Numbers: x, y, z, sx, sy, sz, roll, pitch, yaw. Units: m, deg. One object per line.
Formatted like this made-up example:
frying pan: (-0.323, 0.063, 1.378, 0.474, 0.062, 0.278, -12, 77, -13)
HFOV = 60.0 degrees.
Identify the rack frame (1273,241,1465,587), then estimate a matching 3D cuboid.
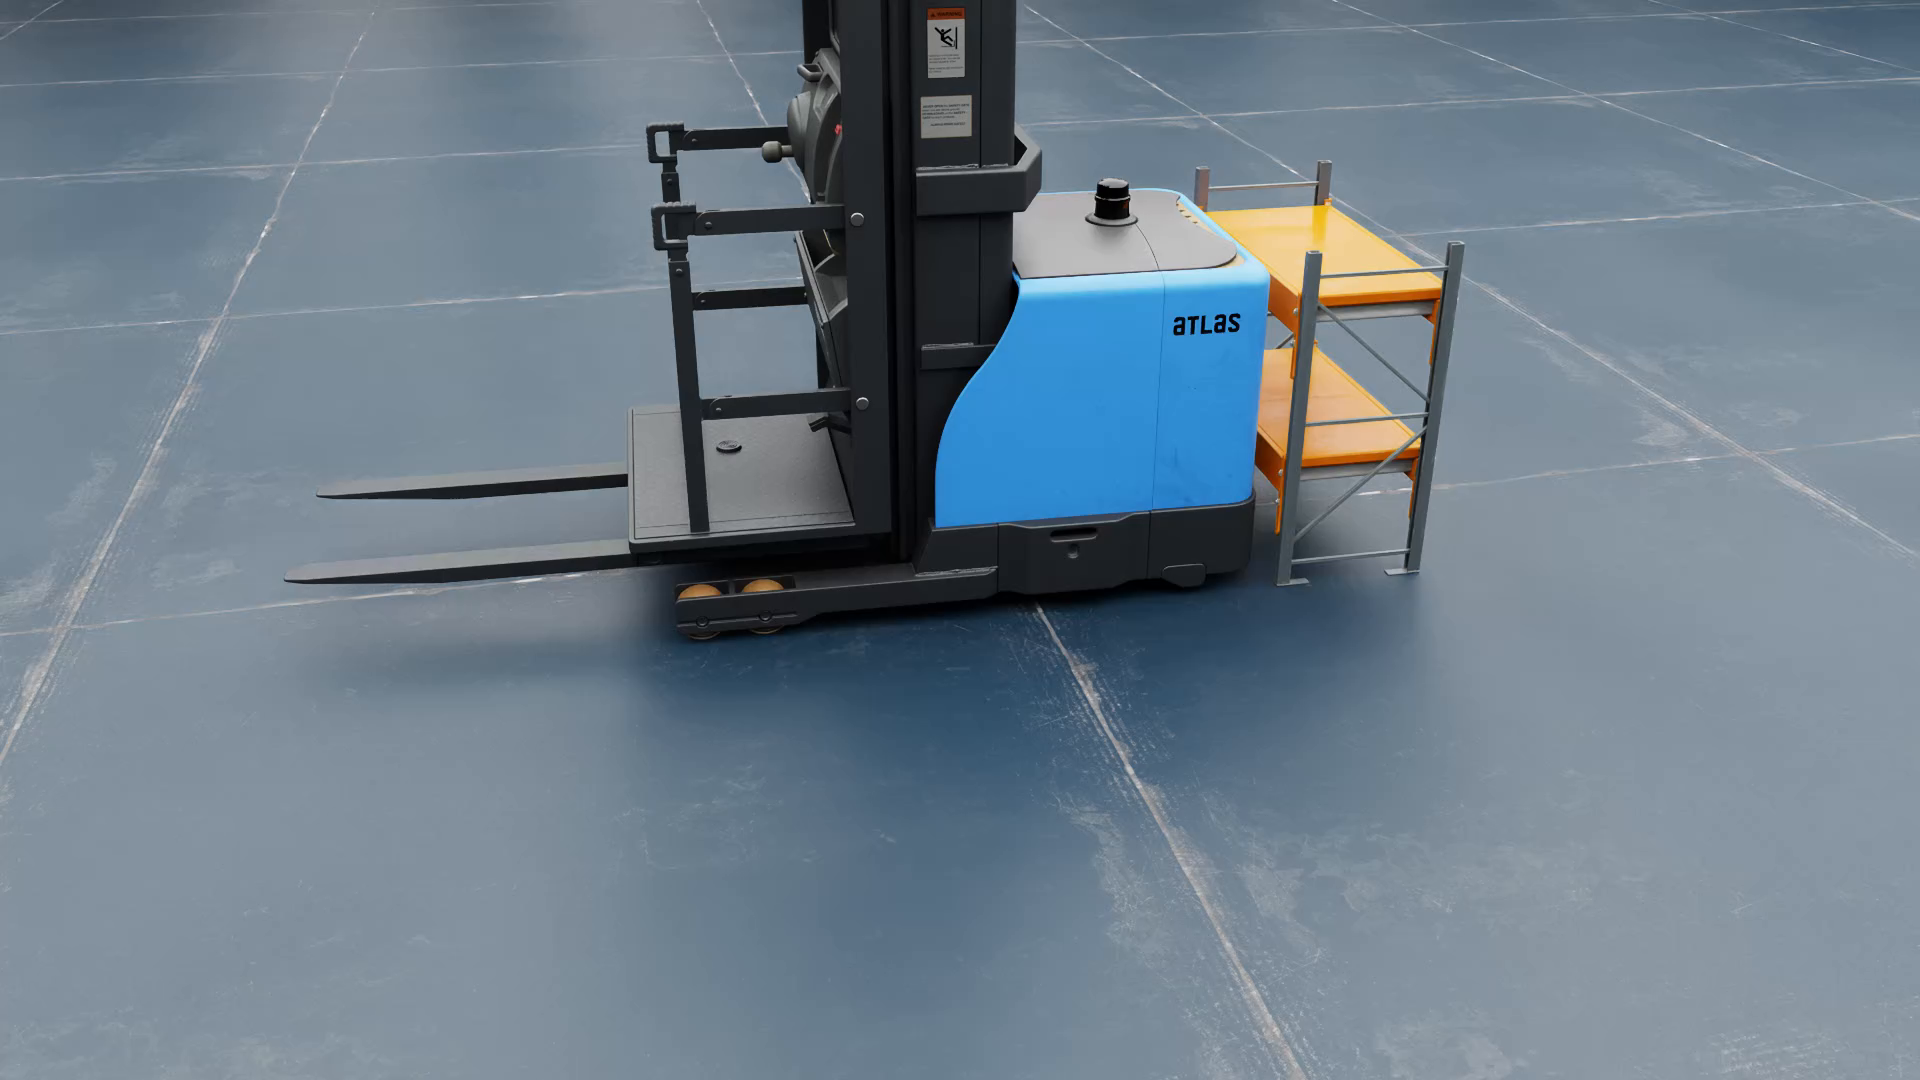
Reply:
rack frame: (1.280, -0.377, 5.249, 0.500, 1.125, 0.032, -5, 27, -10)

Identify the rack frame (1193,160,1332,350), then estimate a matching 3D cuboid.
rack frame: (1.077, -0.826, 6.139, 0.500, 1.125, 0.032, -5, 27, -10)

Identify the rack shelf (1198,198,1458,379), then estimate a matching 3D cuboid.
rack shelf: (1.179, -0.863, 5.562, 0.538, 0.278, 1.000, -5, 27, -10)

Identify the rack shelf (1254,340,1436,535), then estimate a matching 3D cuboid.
rack shelf: (1.179, -0.384, 5.804, 0.538, 0.278, 1.000, -5, 27, -10)

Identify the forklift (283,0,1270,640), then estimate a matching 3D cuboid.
forklift: (-0.612, -1.258, 4.990, 3.031, 2.935, 1.130, -5, 27, -9)

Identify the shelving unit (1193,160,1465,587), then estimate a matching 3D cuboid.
shelving unit: (1.179, -0.602, 5.694, 0.538, 1.125, 1.048, -5, 27, -10)
